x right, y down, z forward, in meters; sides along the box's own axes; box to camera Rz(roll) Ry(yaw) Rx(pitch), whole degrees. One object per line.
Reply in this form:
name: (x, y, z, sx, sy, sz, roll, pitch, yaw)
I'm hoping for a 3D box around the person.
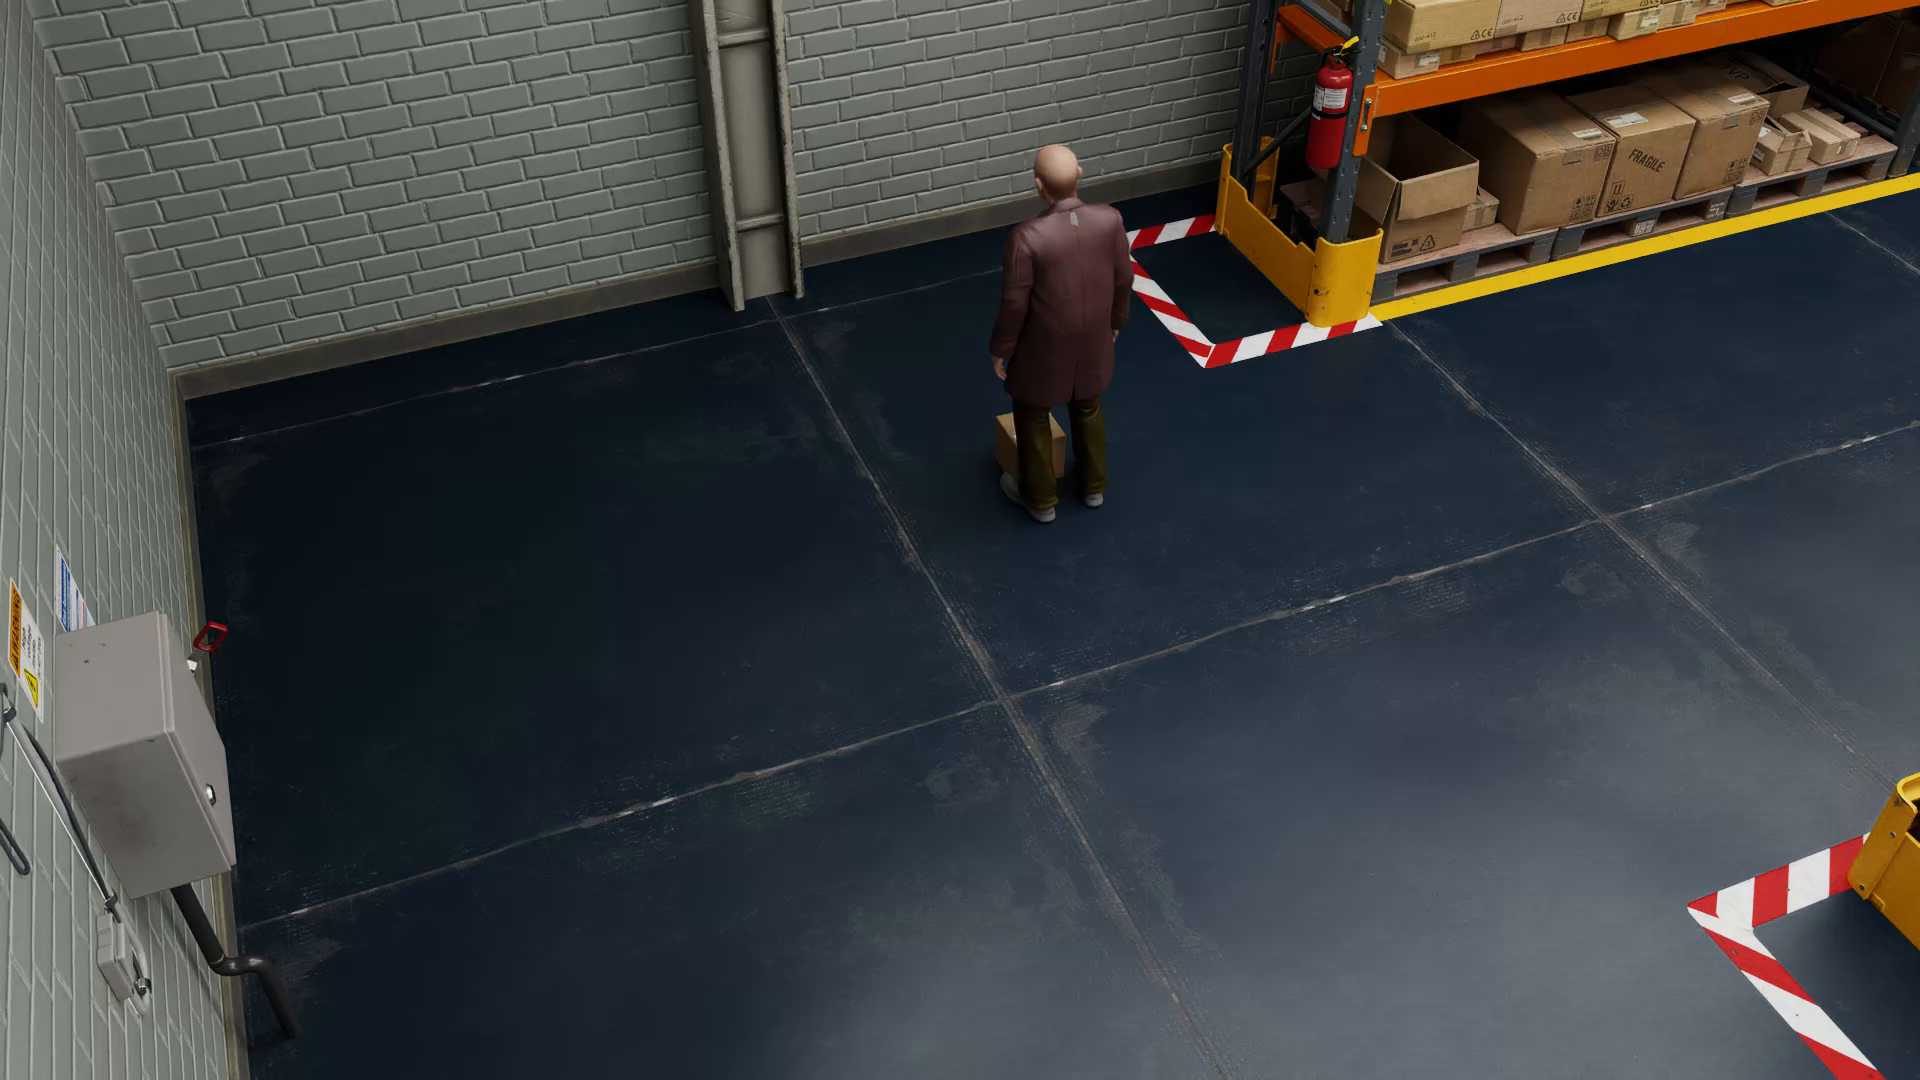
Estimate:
person: (0.428, -0.787, 7.225, 0.649, 1.569, 0.418, -16, 44, -17)
